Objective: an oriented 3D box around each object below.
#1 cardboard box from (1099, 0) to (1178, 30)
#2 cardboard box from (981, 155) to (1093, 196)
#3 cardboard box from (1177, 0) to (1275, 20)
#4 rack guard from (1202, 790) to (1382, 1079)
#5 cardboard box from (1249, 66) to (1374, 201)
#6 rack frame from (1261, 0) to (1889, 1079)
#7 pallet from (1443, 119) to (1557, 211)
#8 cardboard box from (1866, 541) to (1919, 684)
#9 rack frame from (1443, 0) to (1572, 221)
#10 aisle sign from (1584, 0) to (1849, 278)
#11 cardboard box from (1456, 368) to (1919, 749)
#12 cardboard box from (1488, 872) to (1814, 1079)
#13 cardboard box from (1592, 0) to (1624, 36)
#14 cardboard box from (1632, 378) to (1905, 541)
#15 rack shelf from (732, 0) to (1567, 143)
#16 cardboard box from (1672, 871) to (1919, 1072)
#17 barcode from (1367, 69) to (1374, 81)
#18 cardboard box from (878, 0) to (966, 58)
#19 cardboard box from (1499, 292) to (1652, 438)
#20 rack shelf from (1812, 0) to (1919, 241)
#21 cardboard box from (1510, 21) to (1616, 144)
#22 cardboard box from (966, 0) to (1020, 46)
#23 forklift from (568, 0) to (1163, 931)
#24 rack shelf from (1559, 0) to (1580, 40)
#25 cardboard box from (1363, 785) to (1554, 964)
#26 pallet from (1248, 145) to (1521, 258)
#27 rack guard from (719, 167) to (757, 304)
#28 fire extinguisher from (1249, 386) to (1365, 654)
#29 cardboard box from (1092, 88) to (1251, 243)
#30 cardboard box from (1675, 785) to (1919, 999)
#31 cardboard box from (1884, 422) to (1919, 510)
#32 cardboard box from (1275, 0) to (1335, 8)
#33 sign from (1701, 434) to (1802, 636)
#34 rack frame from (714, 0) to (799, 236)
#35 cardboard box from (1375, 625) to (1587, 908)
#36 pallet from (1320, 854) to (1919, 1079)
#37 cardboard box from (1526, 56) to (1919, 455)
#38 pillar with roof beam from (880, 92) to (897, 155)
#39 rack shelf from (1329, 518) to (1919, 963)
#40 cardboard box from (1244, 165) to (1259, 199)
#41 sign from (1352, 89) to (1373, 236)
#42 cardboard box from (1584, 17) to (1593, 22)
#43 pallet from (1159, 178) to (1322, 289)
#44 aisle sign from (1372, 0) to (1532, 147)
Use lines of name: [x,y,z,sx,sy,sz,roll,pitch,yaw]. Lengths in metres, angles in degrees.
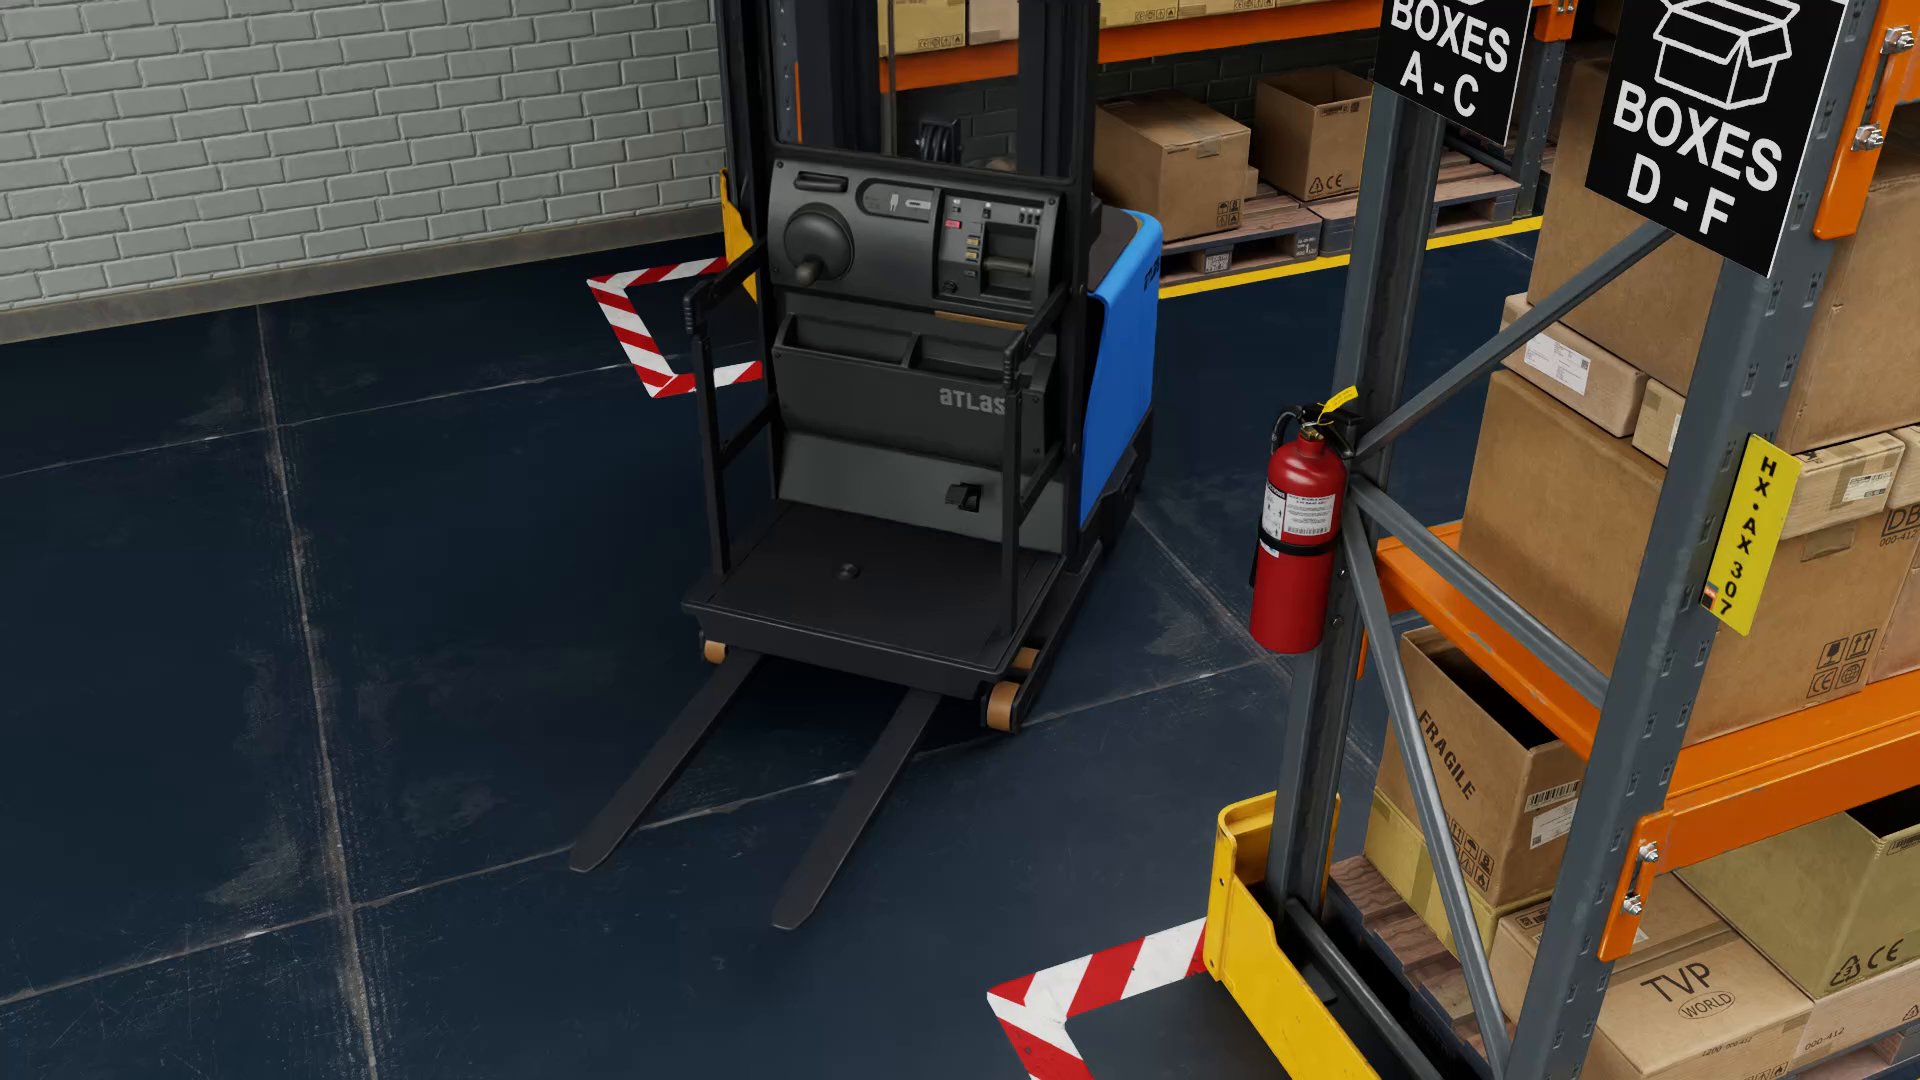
cardboard box: [0.641,-2.490,7.445,0.500,0.250,0.500,-13,35,-20]
cardboard box: [0.321,-1.658,8.110,0.500,0.311,0.500,-10,34,-15]
cardboard box: [1.108,-2.595,7.607,0.500,0.250,0.500,-13,35,-19]
rack guard: [1.022,1.164,4.003,0.348,0.500,1.175,-13,35,-19]
cardboard box: [1.870,-2.121,8.648,0.500,0.500,0.500,-16,36,-22]
rack frame: [1.044,0.111,3.329,0.127,3.000,1.000,-13,35,-19]
pallet: [3.528,-2.220,9.469,1.213,0.211,1.003,-13,35,-19]
cardboard box: [1.962,-0.136,3.618,0.500,0.500,0.700,-12,35,-18]
rack frame: [2.811,-3.224,8.454,0.127,3.000,1.000,-13,35,-19]
aisle sign: [1.102,-0.811,2.362,0.004,0.787,0.394,-13,35,-19]
cardboard box: [1.479,-0.023,3.444,0.500,0.500,0.700,-13,35,-19]
cardboard box: [1.625,1.086,3.967,0.500,0.250,0.500,-13,35,-19]
cardboard box: [3.888,-2.933,9.209,0.500,0.250,0.500,-14,35,-20]
cardboard box: [1.489,-0.177,3.086,0.250,0.149,0.380,-13,35,-19]
rack shelf: [0.967,-2.500,8.002,4.000,0.370,1.077,-13,35,-19]
cardboard box: [2.084,0.979,4.132,0.500,0.250,0.500,-13,35,-19]
barcode: [2.220,-2.501,8.939,0.075,0.075,0.001,-13,35,-19]
cardboard box: [-0.304,-2.268,7.105,0.500,0.250,0.500,-14,36,-20]
cardboard box: [1.323,-0.379,3.396,0.250,0.149,0.380,-13,35,-20]
rack shelf: [2.888,-1.267,3.356,4.000,0.370,1.077,-13,35,-19]
cardboard box: [3.483,-2.524,9.268,0.500,0.500,0.700,-12,35,-17]
cardboard box: [0.169,-2.385,7.284,0.500,0.250,0.500,-14,36,-20]
forklift: [-0.223,-0.871,4.901,1.130,2.935,3.031,11,35,17]
rack shelf: [4.655,-3.345,9.299,4.000,0.370,1.077,-13,35,-19]
cardboard box: [1.424,0.826,4.367,0.500,0.250,0.500,-13,35,-19]
pallet: [2.205,-1.895,8.970,1.213,0.211,1.003,-13,35,-19]
rack guard: [-0.807,-1.348,7.863,0.348,0.500,1.175,-13,35,-19]
fire extinguisher: [0.755,-0.065,3.671,0.183,0.674,0.296,-13,35,-19]
cardboard box: [1.017,-1.867,8.257,0.500,0.500,0.700,-15,36,-22]
cardboard box: [2.085,0.665,3.926,0.500,0.500,0.500,-13,35,-19]
cardboard box: [1.732,-0.235,3.174,0.250,0.149,0.380,-14,36,-20]
cardboard box: [1.571,-2.702,7.771,0.500,0.250,0.500,-13,35,-19]
sign: [1.253,-0.005,2.641,0.005,0.325,0.100,-13,35,-19]
rack frame: [-0.877,-2.379,7.156,0.127,3.000,1.000,-13,35,-19]
cardboard box: [1.423,0.510,4.164,0.500,0.500,0.500,-13,35,-19]
pallet: [1.733,1.097,4.370,1.213,0.211,1.003,-13,35,-19]
cardboard box: [1.528,-0.578,3.107,0.500,0.500,0.700,-13,35,-19]
pillar with roof beam: [1.100,-3.312,3.089,0.400,9.000,9.100,-13,35,-19]
rack shelf: [2.888,-0.010,4.174,4.000,0.370,1.077,-13,35,-19]
cardboard box: [1.329,-1.886,8.608,0.250,0.149,0.380,-16,36,-23]
sign: [0.847,-0.750,3.373,0.005,0.325,0.100,-13,35,-19]
cardboard box: [3.940,-2.659,9.474,0.500,0.500,0.700,-14,35,-20]
pallet: [1.079,-1.636,8.570,1.213,0.211,1.003,-13,35,-19]
aisle sign: [0.870,-1.113,2.826,0.004,0.787,0.394,-13,35,-19]
